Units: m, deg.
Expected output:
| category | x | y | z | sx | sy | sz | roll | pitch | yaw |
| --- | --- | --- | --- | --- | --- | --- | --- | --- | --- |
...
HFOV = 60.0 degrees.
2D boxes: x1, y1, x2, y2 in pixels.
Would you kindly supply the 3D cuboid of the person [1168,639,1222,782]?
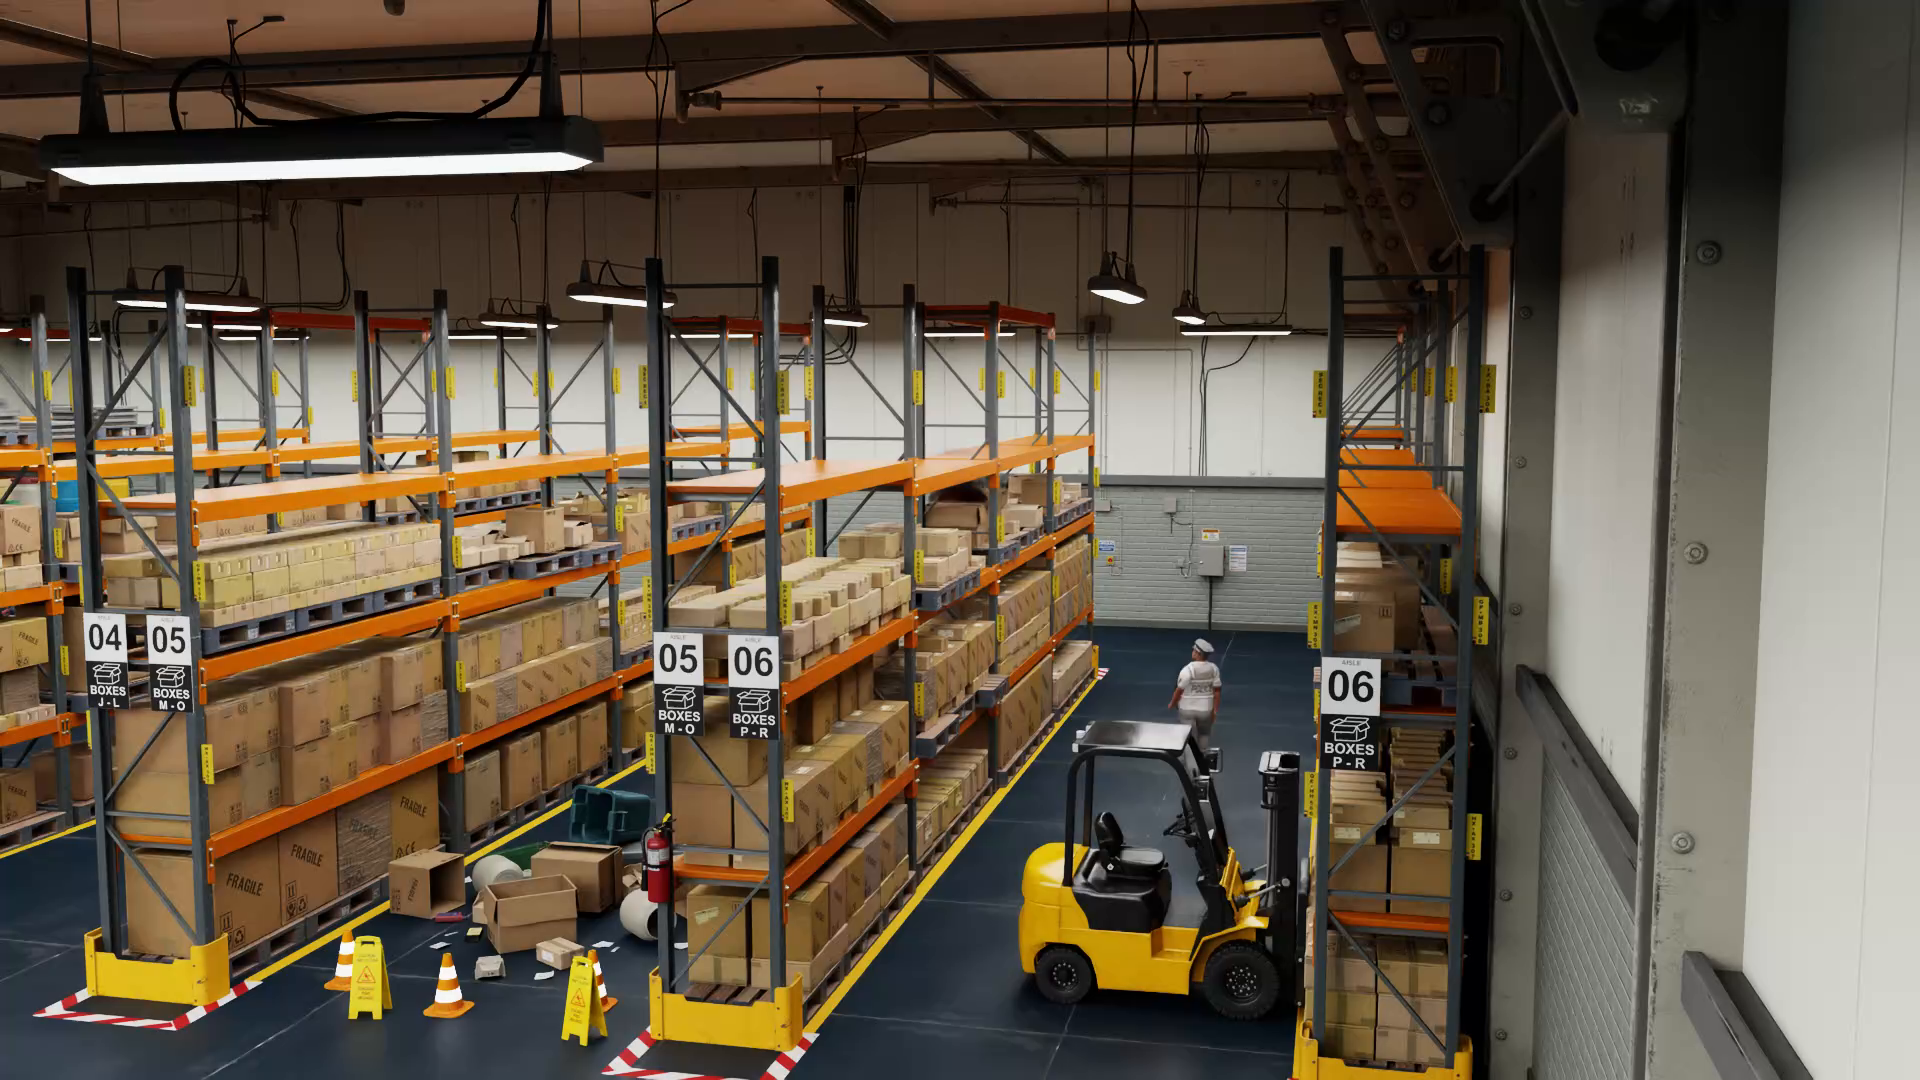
| category | x | y | z | sx | sy | sz | roll | pitch | yaw |
| --- | --- | --- | --- | --- | --- | --- | --- | --- | --- |
| person | 2.888 | 2.087 | 20.439 | 0.628 | 1.800 | 0.771 | 0 | 6 | 1 |
